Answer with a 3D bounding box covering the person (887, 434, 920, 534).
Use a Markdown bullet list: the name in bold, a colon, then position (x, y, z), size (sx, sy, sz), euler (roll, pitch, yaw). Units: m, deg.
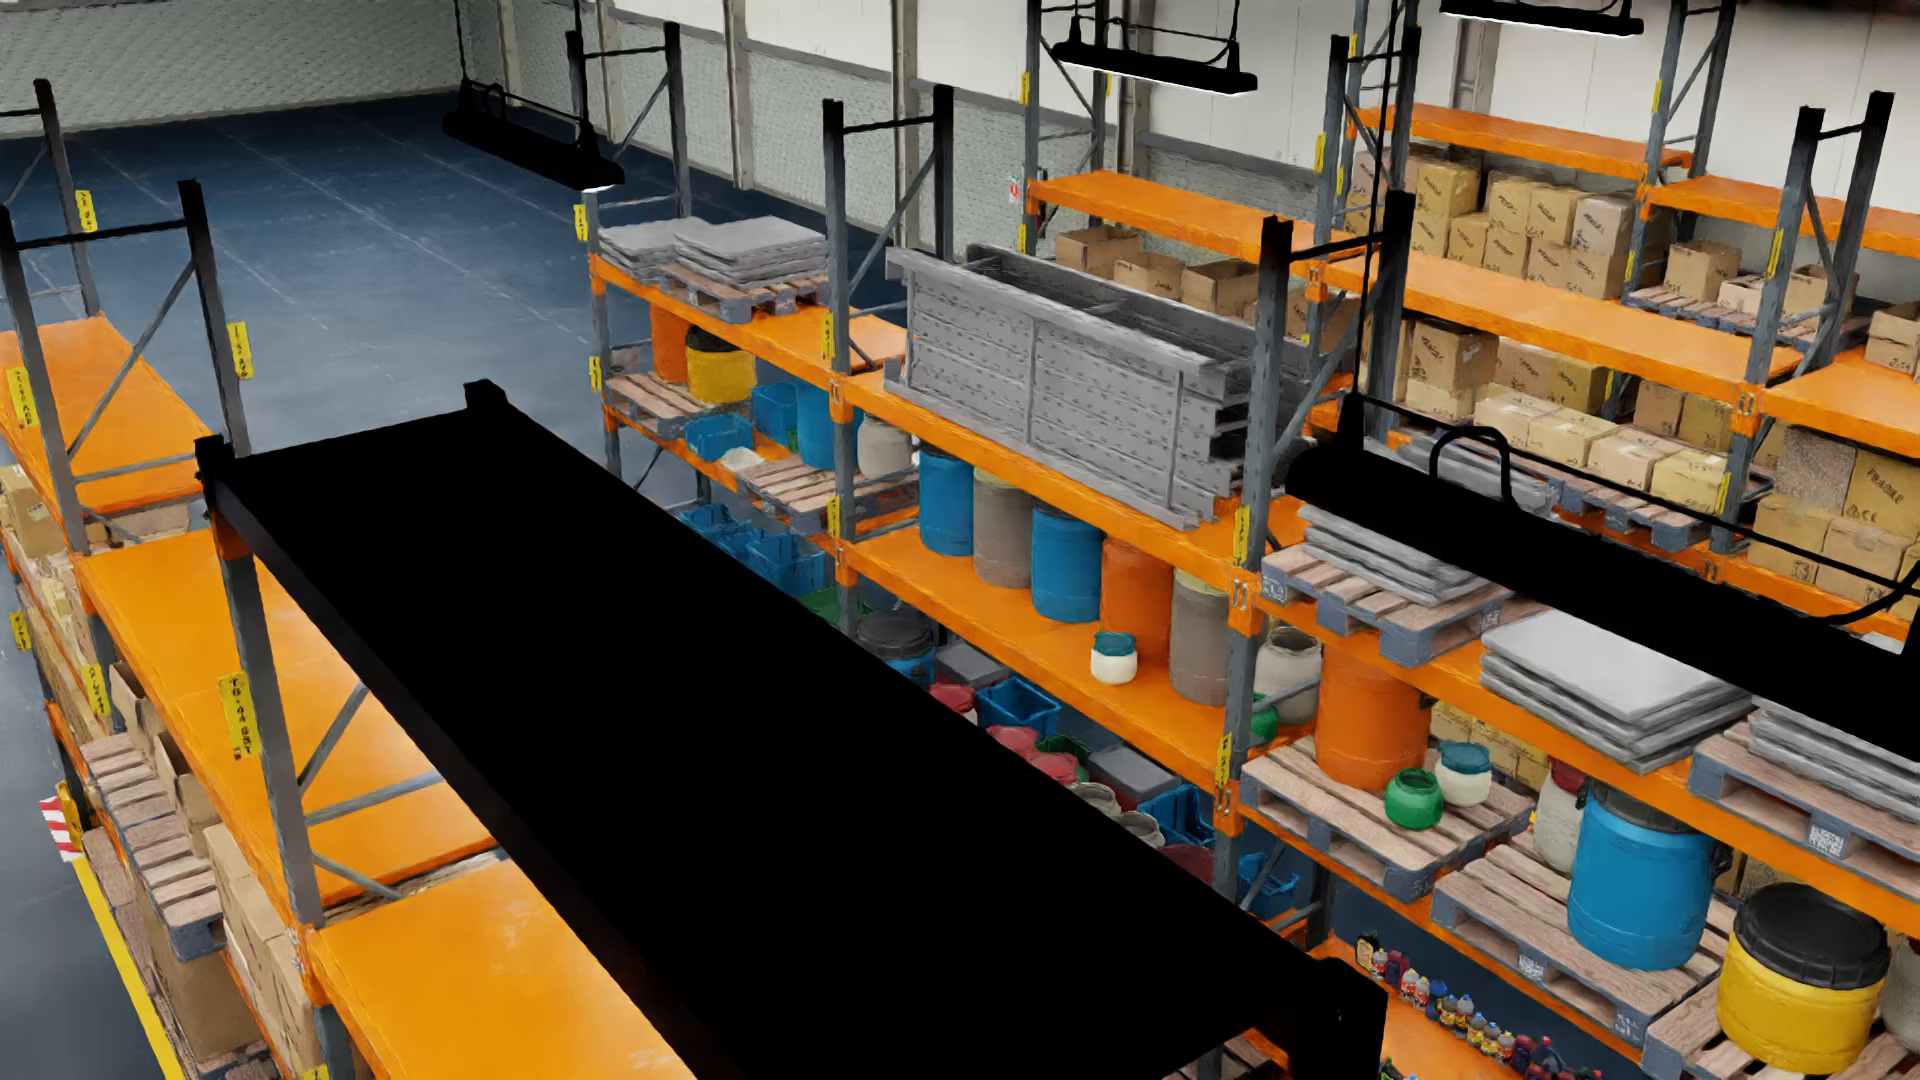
- **person**: position (-0.441, -0.357, 17.689), size (0.828, 1.714, 0.706), euler (17, 30, 32)
